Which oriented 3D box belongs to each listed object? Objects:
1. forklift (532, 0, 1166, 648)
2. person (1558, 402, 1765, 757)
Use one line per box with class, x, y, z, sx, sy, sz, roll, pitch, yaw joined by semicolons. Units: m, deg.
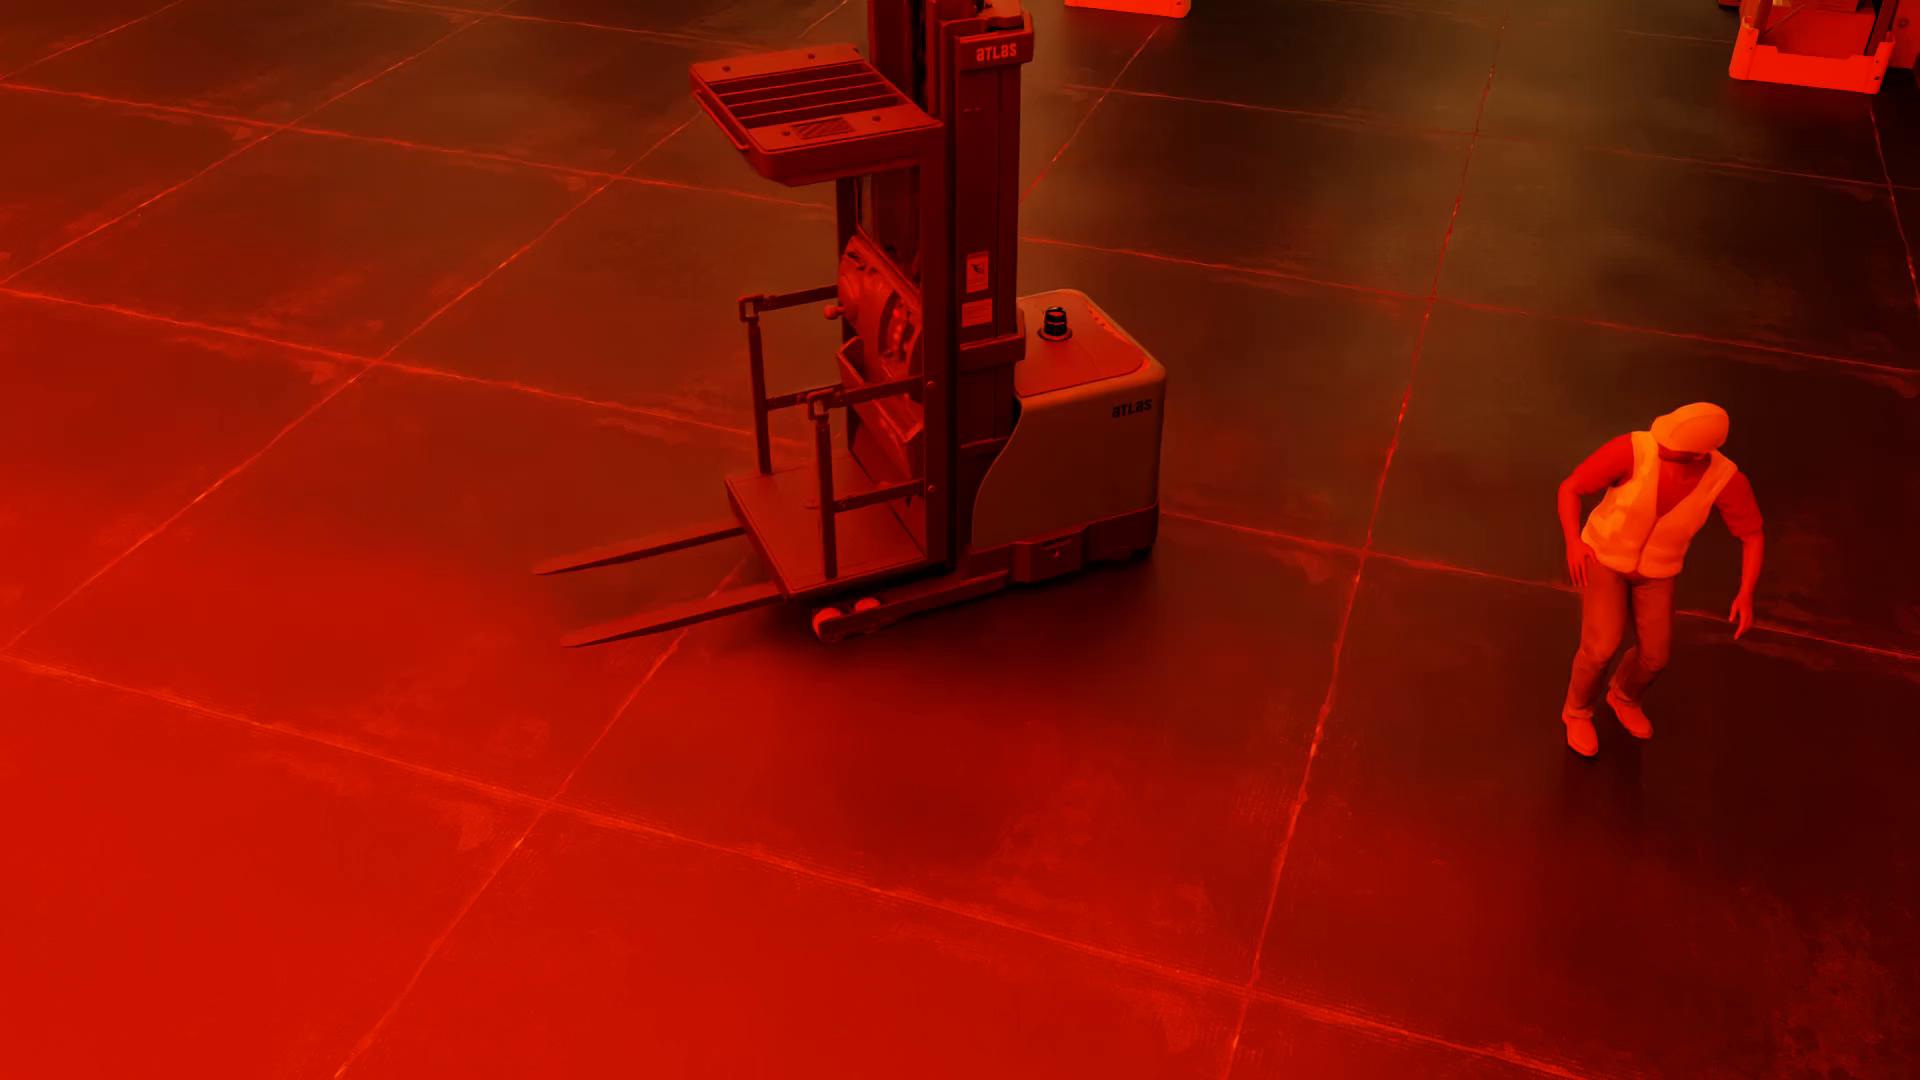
forklift;-0.559;-1.052;7.595;3.031;2.935;1.130;-14;38;-19
person;2.887;0.159;6.977;0.823;1.709;0.578;6;36;9
